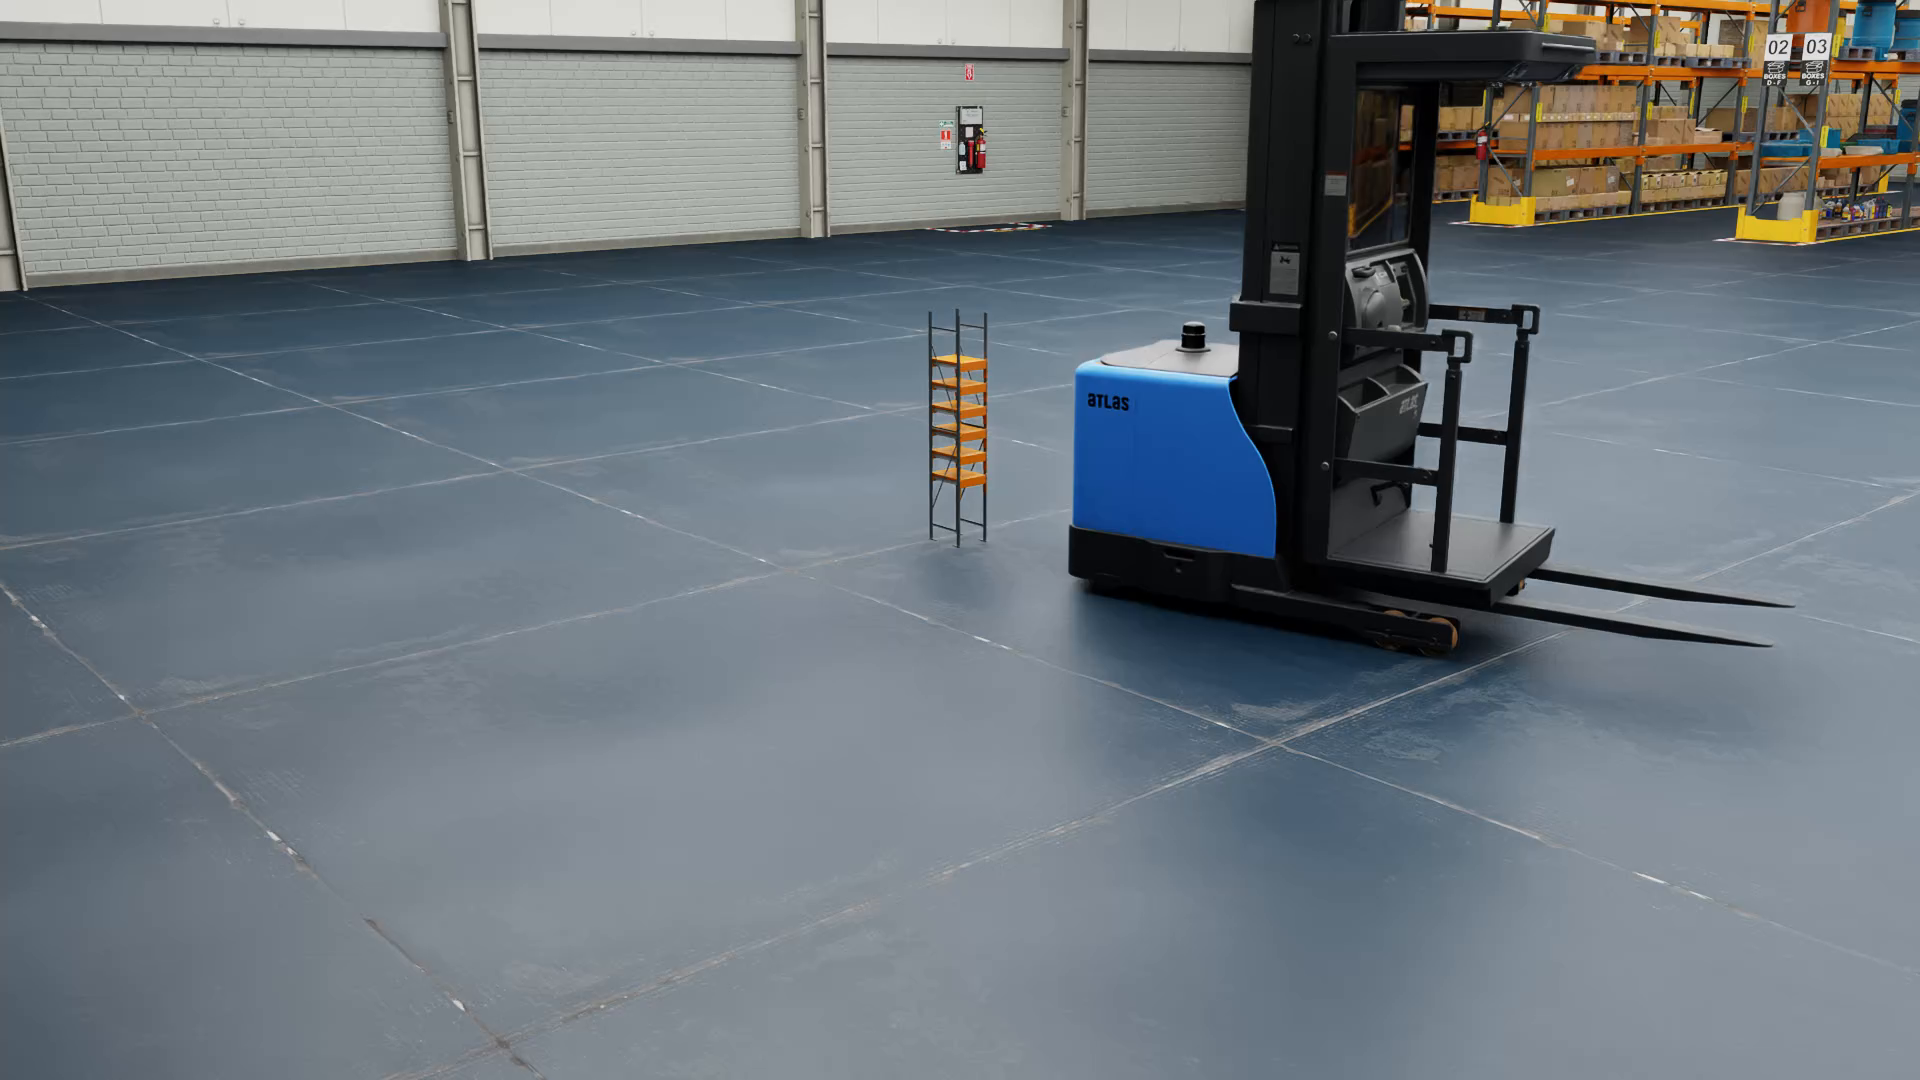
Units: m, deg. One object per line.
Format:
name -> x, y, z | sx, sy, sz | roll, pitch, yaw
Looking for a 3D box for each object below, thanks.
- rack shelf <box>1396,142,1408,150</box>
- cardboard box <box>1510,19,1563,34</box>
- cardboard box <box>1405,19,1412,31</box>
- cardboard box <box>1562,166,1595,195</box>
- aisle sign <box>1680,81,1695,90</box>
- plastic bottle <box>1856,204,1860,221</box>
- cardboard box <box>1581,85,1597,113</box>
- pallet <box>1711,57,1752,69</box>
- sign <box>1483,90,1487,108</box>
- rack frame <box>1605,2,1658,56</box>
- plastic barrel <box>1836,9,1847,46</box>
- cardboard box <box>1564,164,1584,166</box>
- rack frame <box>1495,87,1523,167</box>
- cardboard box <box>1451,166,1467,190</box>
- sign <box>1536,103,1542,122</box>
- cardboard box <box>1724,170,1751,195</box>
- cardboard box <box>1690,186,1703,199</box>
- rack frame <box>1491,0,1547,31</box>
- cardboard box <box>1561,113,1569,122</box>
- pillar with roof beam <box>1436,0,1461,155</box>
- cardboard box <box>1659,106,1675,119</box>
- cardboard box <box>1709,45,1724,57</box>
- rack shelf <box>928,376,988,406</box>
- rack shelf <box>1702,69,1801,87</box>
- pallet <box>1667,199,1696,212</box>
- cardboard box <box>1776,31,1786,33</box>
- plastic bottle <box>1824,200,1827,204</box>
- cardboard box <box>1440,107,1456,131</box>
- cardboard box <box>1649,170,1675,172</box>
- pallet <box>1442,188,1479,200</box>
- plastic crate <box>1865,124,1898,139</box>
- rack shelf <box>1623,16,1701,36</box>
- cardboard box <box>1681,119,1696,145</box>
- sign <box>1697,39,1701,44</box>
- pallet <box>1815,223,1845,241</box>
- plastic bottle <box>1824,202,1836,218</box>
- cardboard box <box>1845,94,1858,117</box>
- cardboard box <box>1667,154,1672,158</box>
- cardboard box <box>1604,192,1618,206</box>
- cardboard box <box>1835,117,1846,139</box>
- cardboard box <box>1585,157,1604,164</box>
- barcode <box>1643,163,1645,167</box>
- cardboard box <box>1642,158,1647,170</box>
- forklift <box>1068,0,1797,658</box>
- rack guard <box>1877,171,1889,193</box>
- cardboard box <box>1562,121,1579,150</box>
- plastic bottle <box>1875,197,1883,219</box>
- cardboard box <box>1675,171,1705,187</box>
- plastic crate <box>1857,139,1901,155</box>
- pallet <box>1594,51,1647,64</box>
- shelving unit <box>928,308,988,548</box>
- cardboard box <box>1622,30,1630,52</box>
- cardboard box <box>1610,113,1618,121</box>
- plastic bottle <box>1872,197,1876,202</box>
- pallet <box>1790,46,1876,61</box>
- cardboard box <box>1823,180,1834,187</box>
rack shelf -> 8.200, -8.219, 35.100 | 4.000, 0.370, 1.077 | -13, 19, -39
cardboard box -> 10.382, -9.130, 30.019 | 0.637, 0.503, 0.797 | -11, 18, -36
cardboard box -> 9.100, -10.662, 34.871 | 0.500, 0.500, 0.500 | -11, 19, -36
cardboard box -> 11.630, -6.801, 31.462 | 0.500, 0.500, 0.500 | -13, 19, -39
aisle sign -> 19.013, -12.148, 43.377 | 0.004, 0.787, 0.394 | -13, 19, -39
plastic bottle -> 15.101, -5.515, 28.017 | 0.097, 0.271, 0.097 | 0, 15, 0
cardboard box -> 11.497, -8.285, 31.246 | 0.500, 0.500, 0.700 | -13, 19, -39
pallet -> 15.528, -9.844, 34.346 | 1.003, 0.211, 1.213 | -12, 19, -37
sign -> 9.600, -8.045, 30.355 | 0.005, 0.325, 0.100 | -13, 19, -39
rack frame -> 12.964, -10.840, 31.893 | 0.127, 3.000, 1.000 | -13, 19, -39
plastic barrel -> 13.971, -8.259, 26.868 | 0.600, 0.588, 0.600 | 0, 15, 0
cardboard box -> 12.036, -7.074, 32.482 | 0.500, 0.500, 0.500 | -13, 19, -39
rack frame -> 12.726, -9.583, 38.812 | 0.127, 3.000, 1.000 | -13, 19, -39
cardboard box -> 11.022, -8.214, 37.678 | 0.500, 0.500, 0.700 | -12, 19, -39
sign -> 10.306, -7.611, 29.600 | 0.005, 0.325, 0.100 | -13, 19, -39
cardboard box -> 16.512, -7.645, 35.550 | 0.500, 0.500, 0.500 | -12, 19, -37
cardboard box -> 14.976, -7.184, 34.347 | 0.500, 0.250, 0.500 | -12, 19, -38
rack frame -> 9.946, -10.162, 29.356 | 0.127, 3.000, 1.000 | -13, 19, -39
cardboard box -> 10.962, -7.779, 30.611 | 0.250, 0.149, 0.380 | -13, 20, -40
pillar with roof beam -> 14.004, -11.591, 34.706 | 0.400, 9.000, 9.100 | -13, 19, -39
cardboard box -> 17.842, -10.869, 43.047 | 0.700, 0.700, 0.980 | -13, 20, -40
cardboard box -> 15.292, -10.018, 34.108 | 0.500, 0.250, 0.500 | -12, 19, -38
rack shelf -> -0.011, -0.766, 8.536 | 0.180, 0.103, 0.258 | -13, 19, -39
rack shelf -> 17.490, -10.059, 36.178 | 4.000, 0.370, 1.077 | -13, 19, -39
pallet -> 14.414, -6.934, 34.301 | 1.213, 0.211, 1.003 | -13, 19, -39
cardboard box -> 17.566, -10.748, 36.160 | 0.600, 0.600, 0.600 | -14, 20, -41
plastic bottle -> 15.037, -5.769, 28.945 | 0.133, 0.283, 0.061 | -12, 19, -37
cardboard box -> 10.542, -9.339, 36.853 | 0.500, 0.500, 0.700 | -10, 18, -34
cardboard box -> 14.616, -7.556, 34.653 | 0.500, 0.311, 0.500 | -13, 20, -41
pallet -> 11.216, -7.898, 37.908 | 1.213, 0.211, 1.003 | -13, 19, -39
plastic crate -> 16.377, -7.149, 29.577 | 0.583, 0.464, 0.402 | -13, 19, -39
rack shelf -> 17.253, -12.957, 41.988 | 4.000, 0.370, 1.077 | -13, 19, -39
cardboard box -> 14.726, -8.380, 34.115 | 0.500, 0.500, 0.500 | -14, 20, -42
sign -> 15.626, -10.424, 35.147 | 0.005, 0.325, 0.100 | -13, 19, -39
pallet -> 13.838, -5.110, 27.472 | 1.213, 0.211, 1.003 | -13, 19, -39
plastic bottle -> 14.984, -5.688, 28.659 | 0.135, 0.276, 0.152 | -13, 19, -39
cardboard box -> 20.316, -10.027, 38.346 | 0.500, 0.500, 0.500 | -13, 20, -41
cardboard box -> 18.322, -10.051, 43.339 | 0.250, 0.149, 0.380 | -13, 20, -40
cardboard box -> 12.373, -6.612, 32.205 | 0.500, 0.250, 0.500 | -13, 19, -39
cardboard box -> 19.946, -9.465, 38.180 | 0.500, 0.500, 0.500 | -12, 19, -38
cardboard box -> 15.339, -9.289, 41.065 | 0.750, 0.750, 0.750 | -12, 19, -39
barcode -> 13.429, -7.372, 32.668 | 0.075, 0.075, 0.001 | -13, 19, -39
cardboard box -> 17.145, -9.533, 42.657 | 0.500, 0.500, 0.700 | -12, 19, -38
forklift -> 2.026, -1.082, 7.119 | 3.031, 2.935, 1.130 | 10, 18, 32
rack guard -> 21.959, -8.754, 40.552 | 0.348, 0.500, 1.175 | -13, 19, -39
cardboard box -> 11.078, -7.561, 31.052 | 0.500, 0.500, 0.700 | -12, 19, -39
plastic bottle -> 15.771, -5.711, 28.600 | 0.185, 0.351, 0.144 | -14, 20, -42
cardboard box -> 14.977, -7.453, 34.268 | 0.500, 0.311, 0.500 | -13, 20, -40
plastic crate -> 15.556, -6.664, 28.174 | 0.616, 0.251, 0.499 | -13, 19, -39
pallet -> 12.337, -9.198, 31.732 | 1.213, 0.211, 1.003 | -13, 19, -39
shelving unit -> -0.011, -0.577, 8.586 | 0.189, 1.200, 0.258 | -13, 19, -39
cardboard box -> 16.466, -12.317, 41.065 | 0.500, 0.500, 0.500 | -13, 20, -40
cardboard box -> 12.318, -8.084, 31.751 | 0.250, 0.149, 0.380 | -13, 20, -39
plastic bottle -> 15.821, -5.772, 28.826 | 0.185, 0.351, 0.144 | -13, 19, -39
pallet -> 13.883, -7.778, 26.609 | 1.213, 0.211, 1.003 | -13, 19, -39
cardboard box -> 20.103, -8.318, 38.714 | 0.250, 0.166, 0.380 | -13, 19, -39
